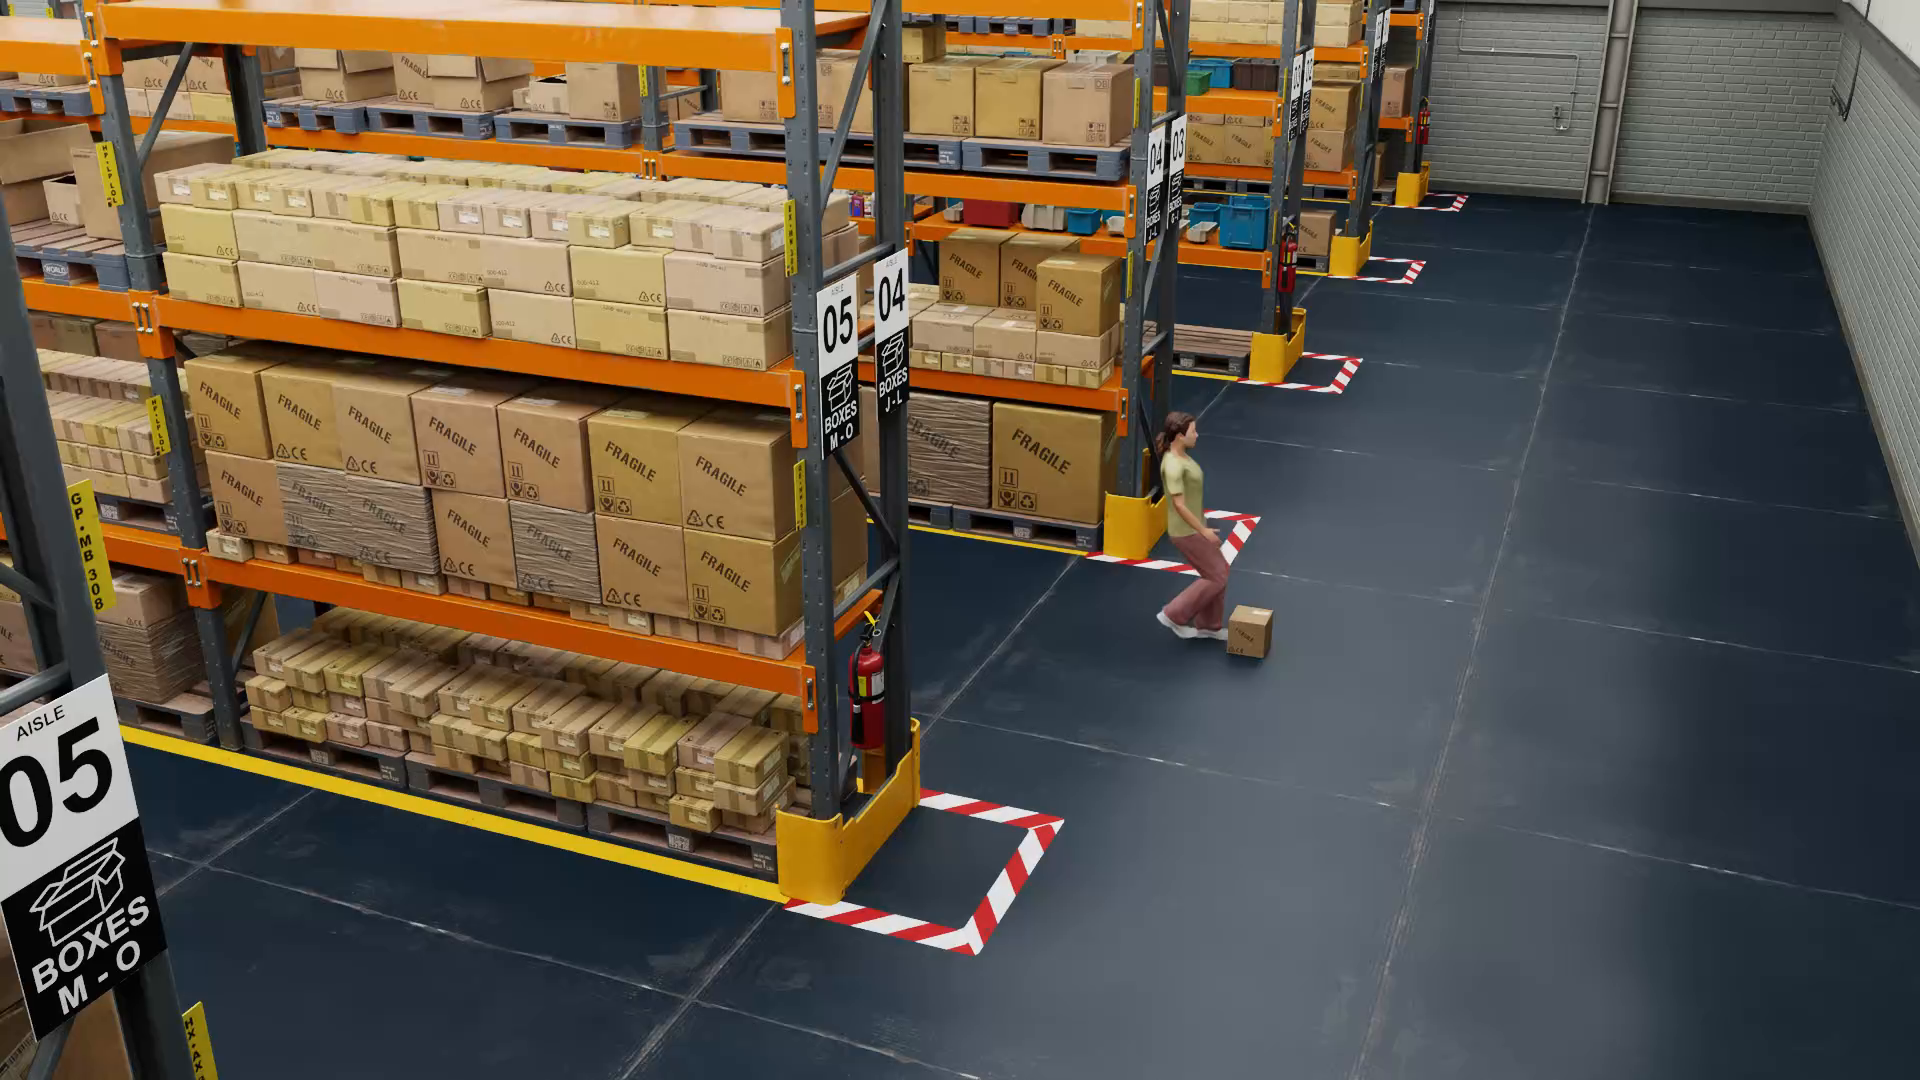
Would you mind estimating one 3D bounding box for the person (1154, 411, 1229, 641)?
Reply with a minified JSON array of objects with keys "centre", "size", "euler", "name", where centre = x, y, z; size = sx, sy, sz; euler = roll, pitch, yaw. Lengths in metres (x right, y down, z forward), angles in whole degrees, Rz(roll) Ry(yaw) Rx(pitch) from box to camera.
[{"centre":[1.593,-0.067,11.170],"size":[0.640,1.622,0.475],"euler":[5,23,11],"name":"person"}]
